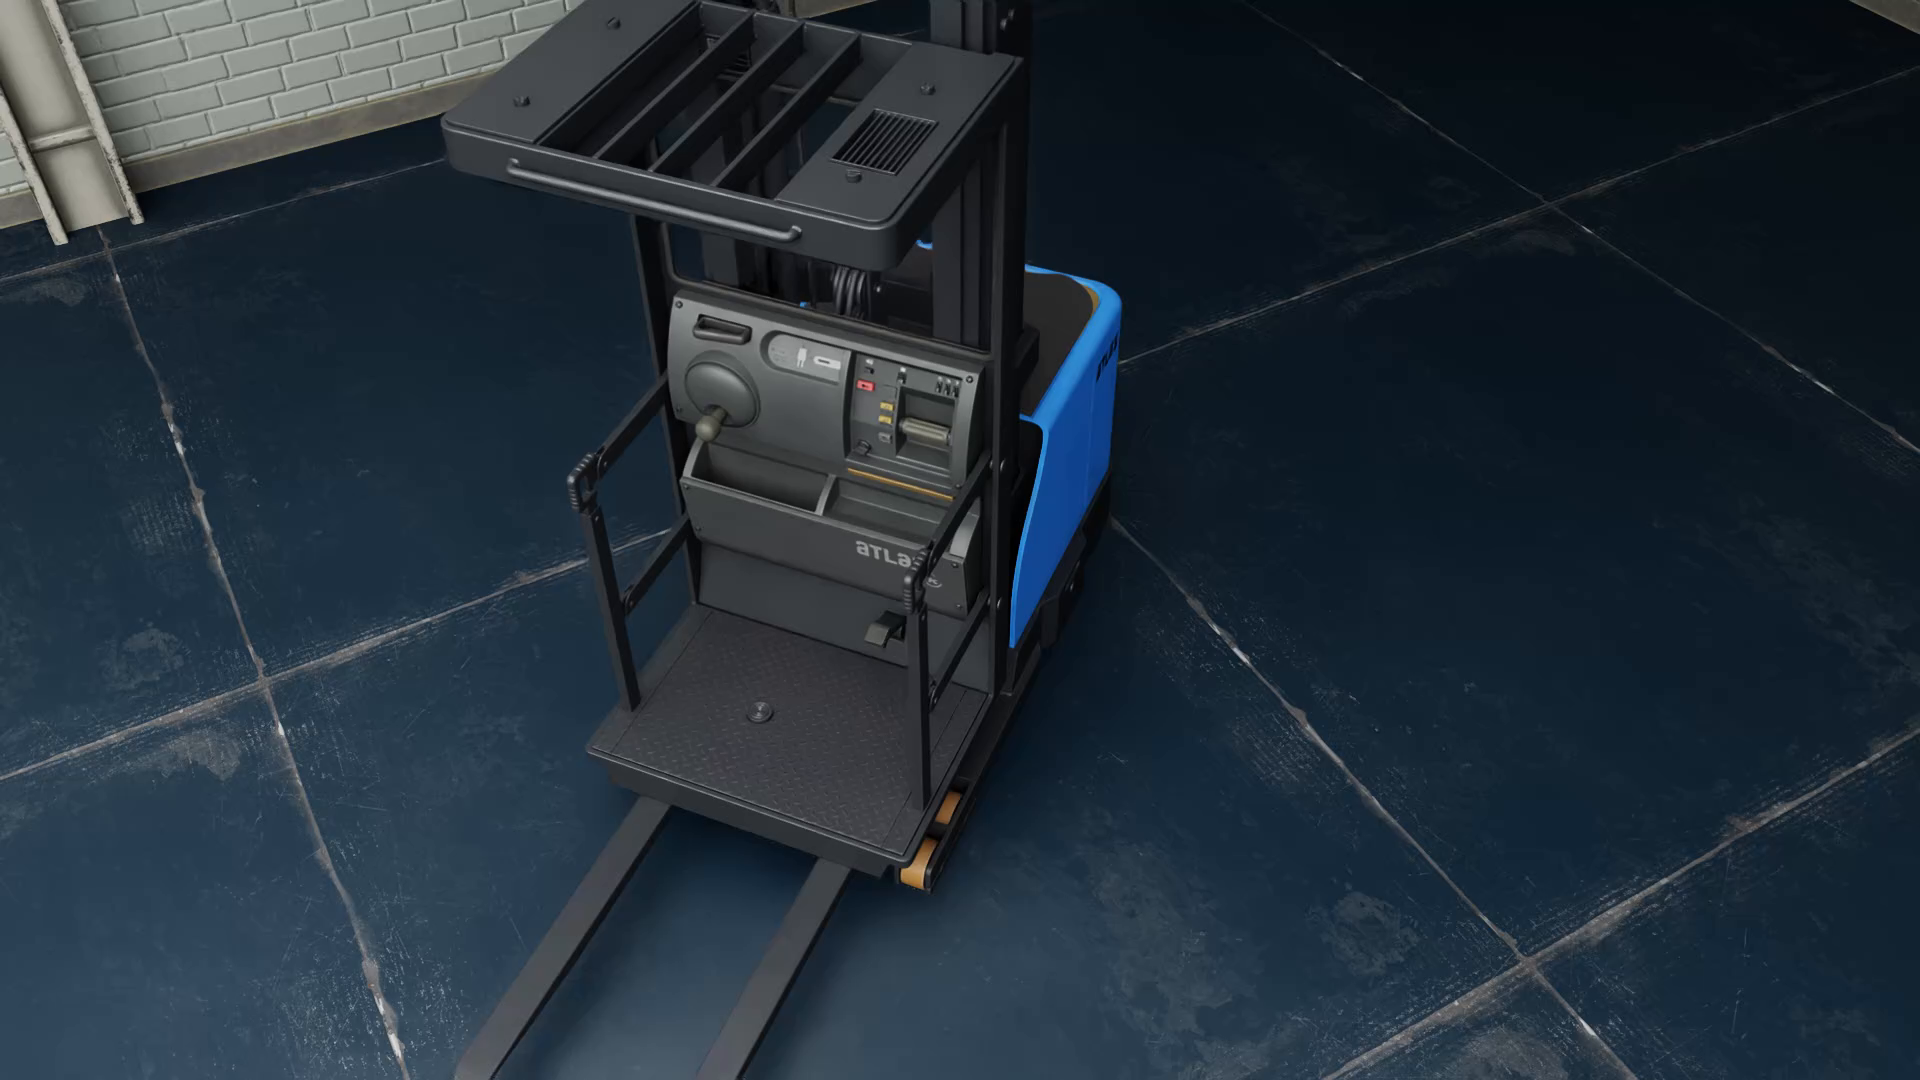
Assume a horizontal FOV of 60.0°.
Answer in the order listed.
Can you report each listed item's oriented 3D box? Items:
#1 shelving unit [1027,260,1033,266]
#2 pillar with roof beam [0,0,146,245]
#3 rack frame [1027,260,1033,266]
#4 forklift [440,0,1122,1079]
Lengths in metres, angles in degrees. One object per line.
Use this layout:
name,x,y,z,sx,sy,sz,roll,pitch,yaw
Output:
shelving unit,0.112,-0.645,6.269,0.258,0.900,0.210,16,46,16
pillar with roof beam,-1.917,-2.144,1.998,0.400,9.000,9.100,-22,48,-21
rack frame,0.151,-0.711,6.336,0.240,0.900,0.006,16,46,16
forklift,-0.470,-0.316,4.471,1.130,2.935,3.031,16,46,16
